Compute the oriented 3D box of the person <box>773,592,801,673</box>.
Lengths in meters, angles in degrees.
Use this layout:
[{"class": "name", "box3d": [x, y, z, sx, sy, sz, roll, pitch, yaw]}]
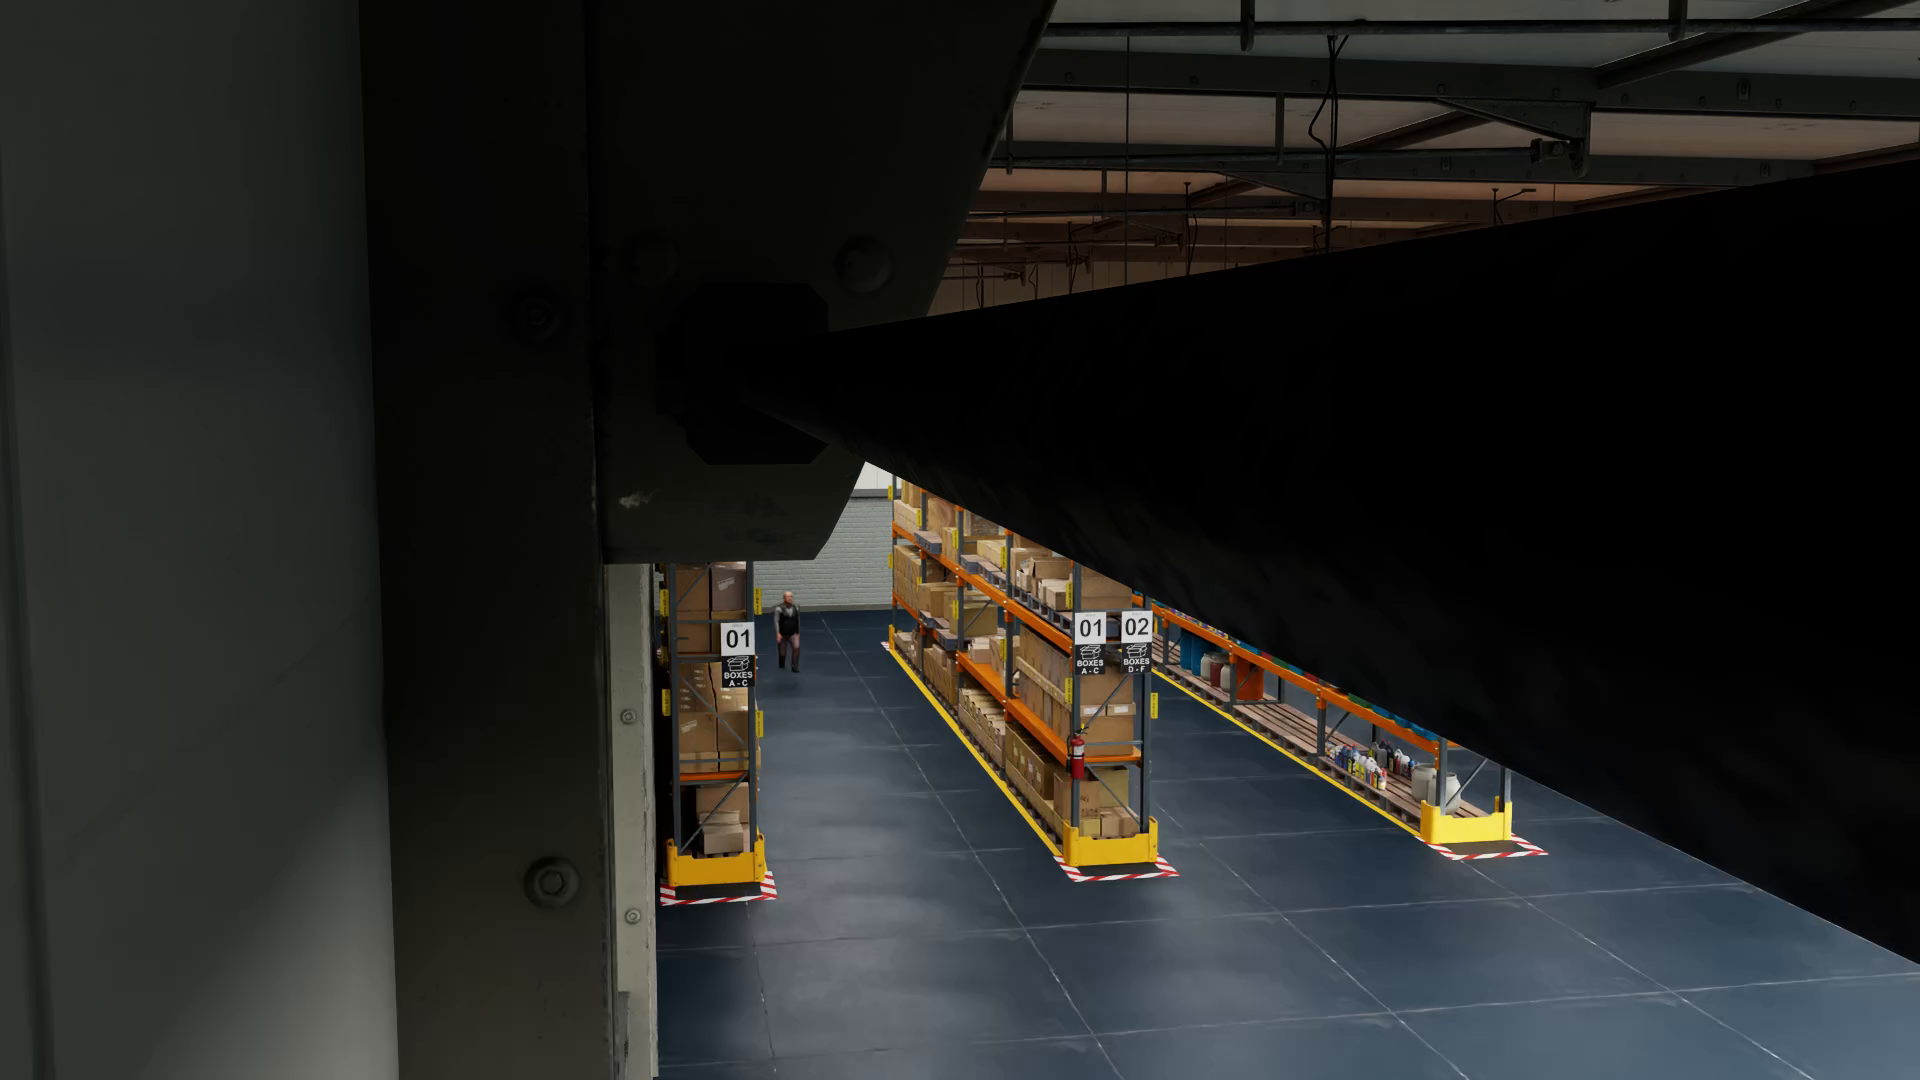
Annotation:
[{"class": "person", "box3d": [-3.370, 1.792, 32.379, 0.544, 1.562, 1.082, -2, 6, -14]}]
